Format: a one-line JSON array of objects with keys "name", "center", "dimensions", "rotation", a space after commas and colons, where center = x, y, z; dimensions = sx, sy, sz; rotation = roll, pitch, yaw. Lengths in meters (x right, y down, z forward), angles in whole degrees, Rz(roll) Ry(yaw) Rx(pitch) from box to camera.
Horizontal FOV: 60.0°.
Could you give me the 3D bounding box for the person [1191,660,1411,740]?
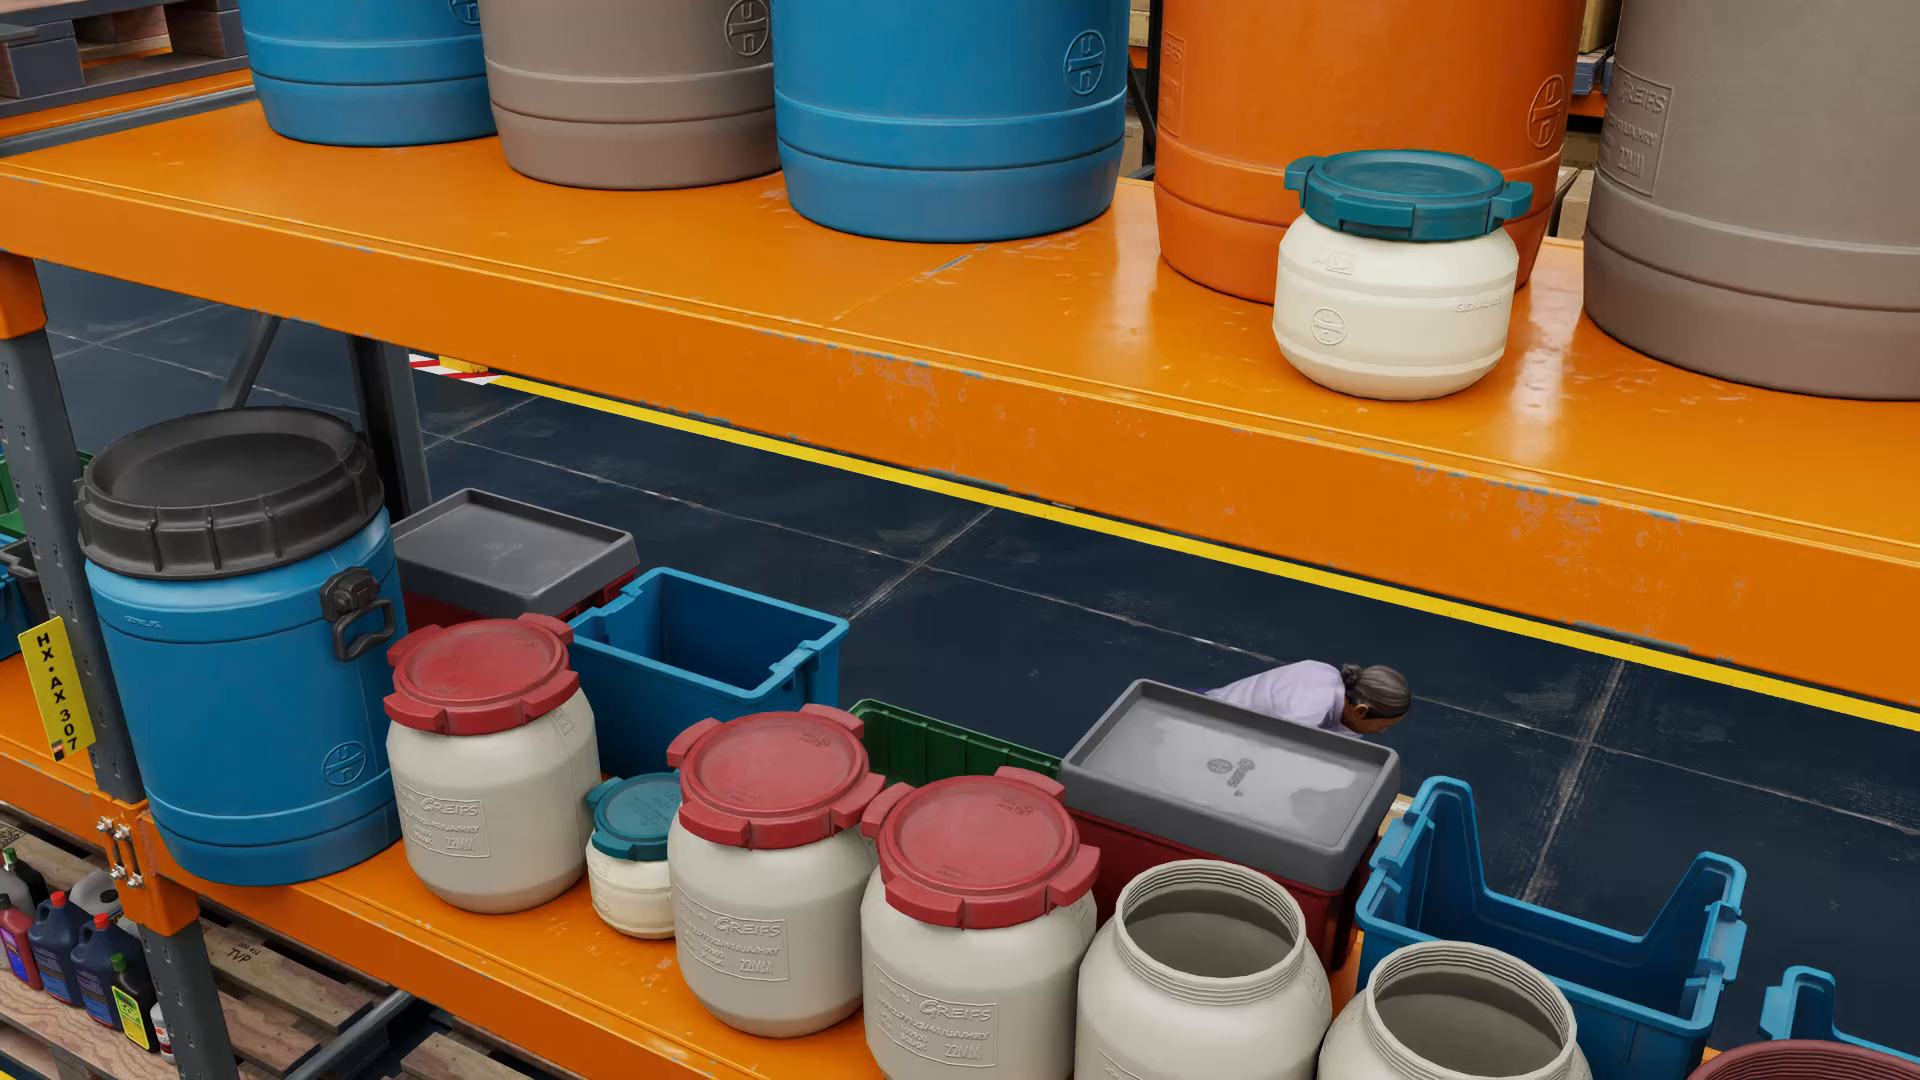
[{"name": "person", "center": [1.023, 0.768, 5.411], "dimensions": [0.861, 0.938, 0.509], "rotation": [13, 30, 25]}]
